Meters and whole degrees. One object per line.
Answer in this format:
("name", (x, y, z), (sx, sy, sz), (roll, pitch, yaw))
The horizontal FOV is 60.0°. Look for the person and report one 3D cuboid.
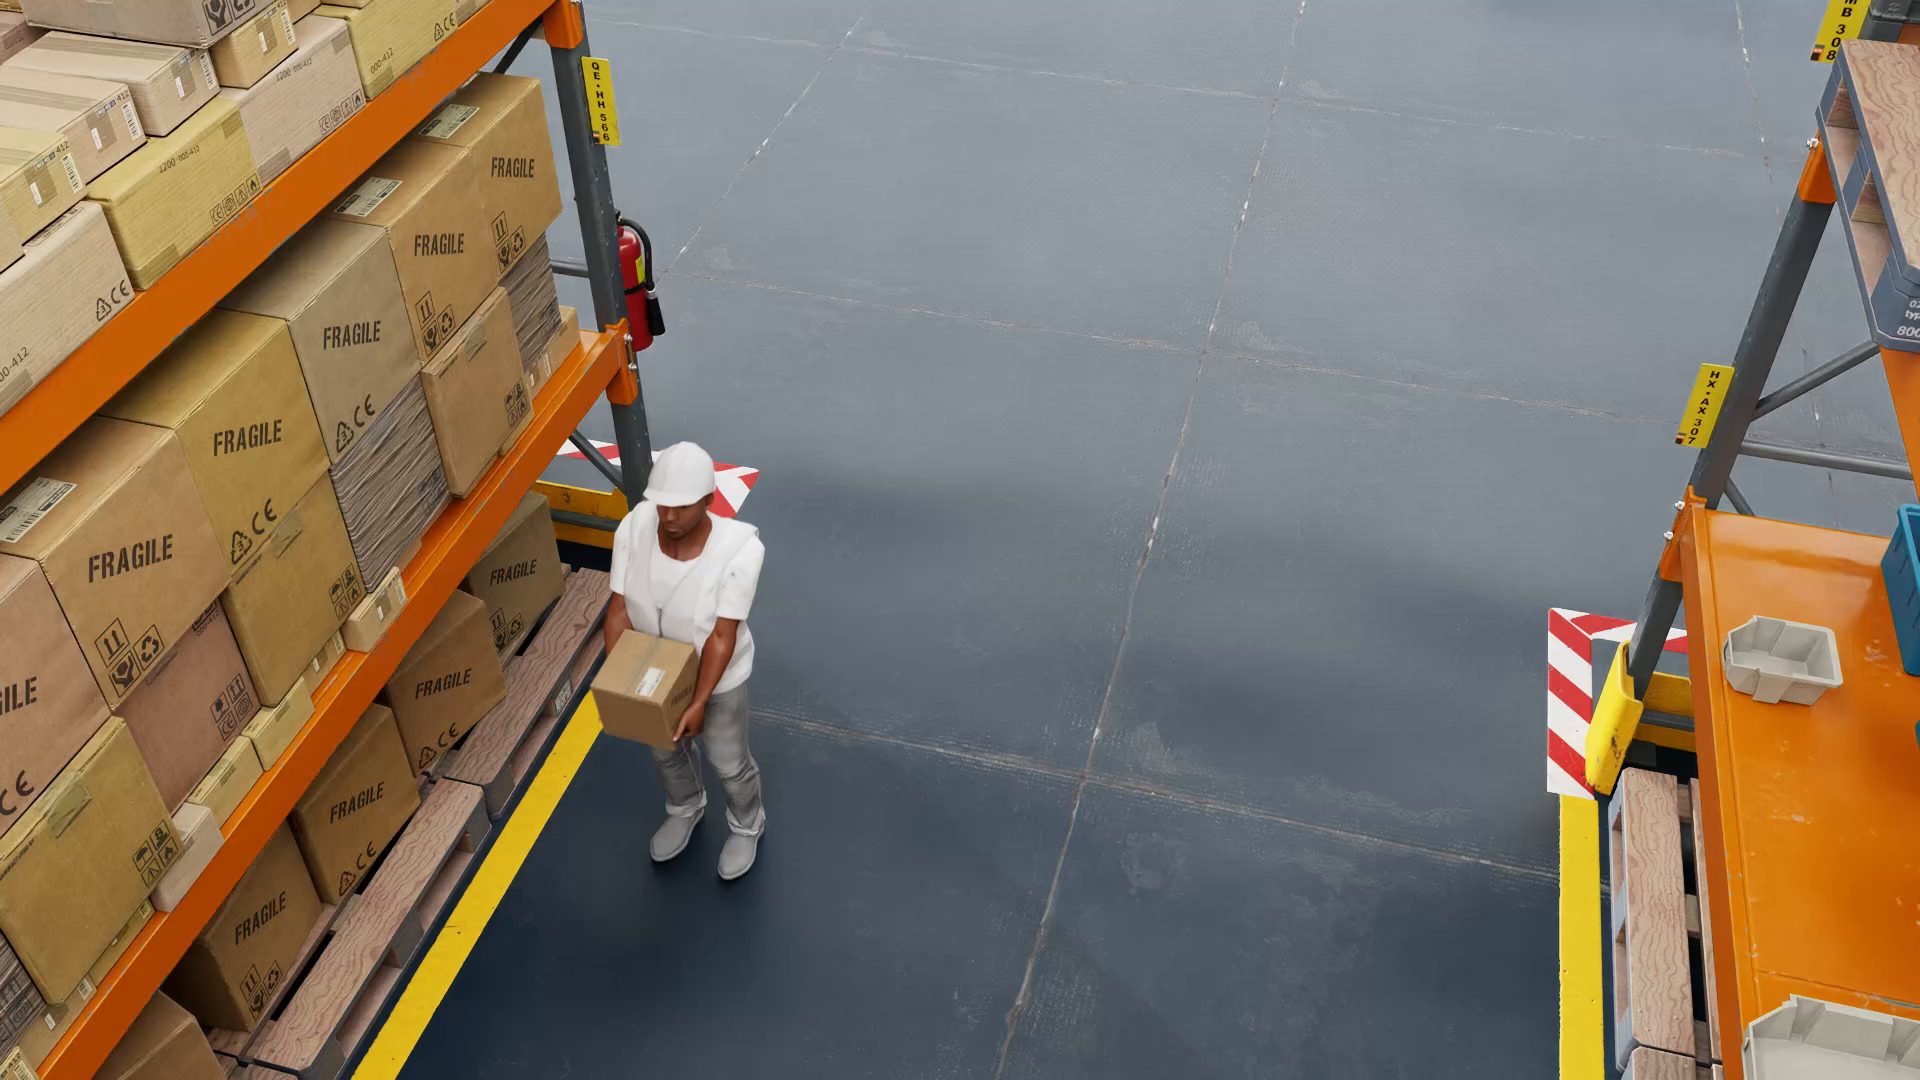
("person", (-0.928, 0.490, 5.575), (0.502, 1.761, 0.587), (12, 42, 14))
